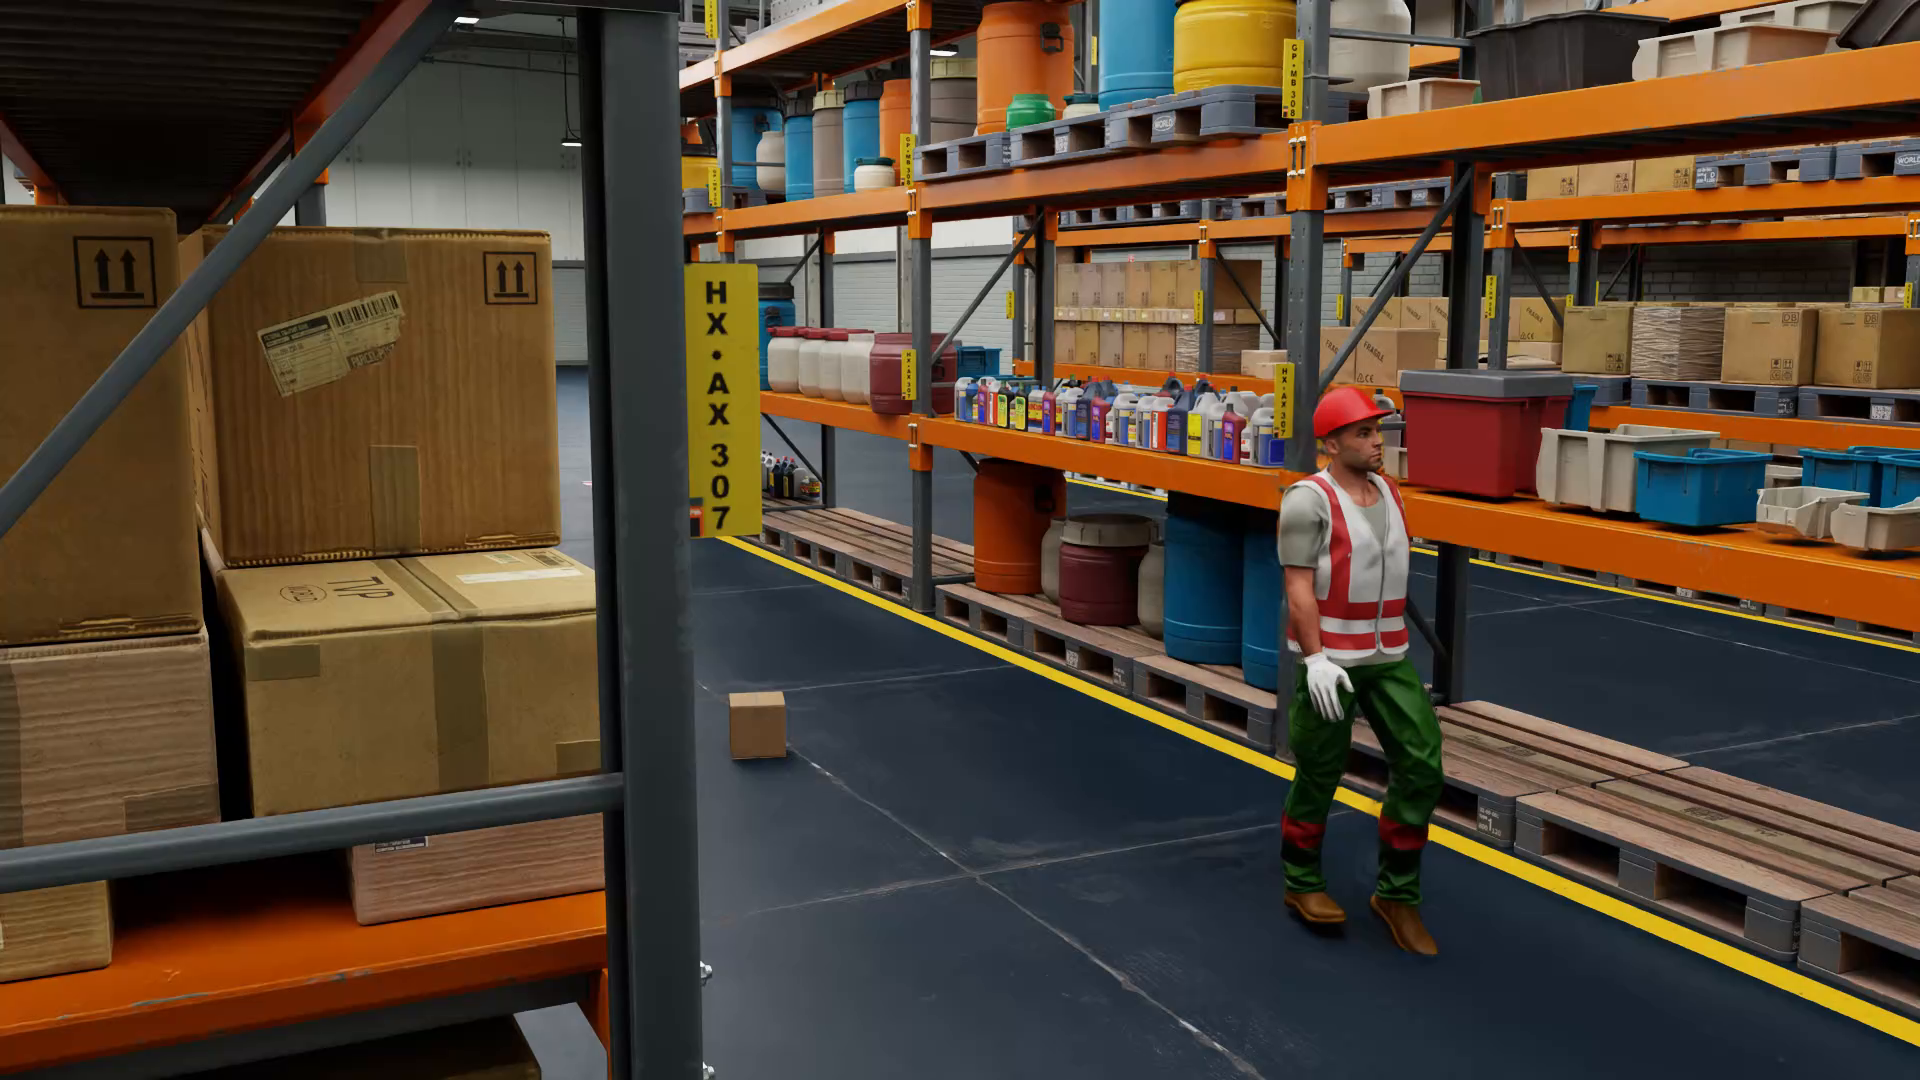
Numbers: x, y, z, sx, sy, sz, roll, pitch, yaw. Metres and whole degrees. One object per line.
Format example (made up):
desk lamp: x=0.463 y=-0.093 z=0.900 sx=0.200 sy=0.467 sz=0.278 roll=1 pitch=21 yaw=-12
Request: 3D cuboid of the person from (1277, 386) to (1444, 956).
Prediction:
person: x=1.285 y=0.432 z=5.385 sx=0.531 sy=1.846 sz=0.538 roll=-4 pitch=9 yaw=-26
